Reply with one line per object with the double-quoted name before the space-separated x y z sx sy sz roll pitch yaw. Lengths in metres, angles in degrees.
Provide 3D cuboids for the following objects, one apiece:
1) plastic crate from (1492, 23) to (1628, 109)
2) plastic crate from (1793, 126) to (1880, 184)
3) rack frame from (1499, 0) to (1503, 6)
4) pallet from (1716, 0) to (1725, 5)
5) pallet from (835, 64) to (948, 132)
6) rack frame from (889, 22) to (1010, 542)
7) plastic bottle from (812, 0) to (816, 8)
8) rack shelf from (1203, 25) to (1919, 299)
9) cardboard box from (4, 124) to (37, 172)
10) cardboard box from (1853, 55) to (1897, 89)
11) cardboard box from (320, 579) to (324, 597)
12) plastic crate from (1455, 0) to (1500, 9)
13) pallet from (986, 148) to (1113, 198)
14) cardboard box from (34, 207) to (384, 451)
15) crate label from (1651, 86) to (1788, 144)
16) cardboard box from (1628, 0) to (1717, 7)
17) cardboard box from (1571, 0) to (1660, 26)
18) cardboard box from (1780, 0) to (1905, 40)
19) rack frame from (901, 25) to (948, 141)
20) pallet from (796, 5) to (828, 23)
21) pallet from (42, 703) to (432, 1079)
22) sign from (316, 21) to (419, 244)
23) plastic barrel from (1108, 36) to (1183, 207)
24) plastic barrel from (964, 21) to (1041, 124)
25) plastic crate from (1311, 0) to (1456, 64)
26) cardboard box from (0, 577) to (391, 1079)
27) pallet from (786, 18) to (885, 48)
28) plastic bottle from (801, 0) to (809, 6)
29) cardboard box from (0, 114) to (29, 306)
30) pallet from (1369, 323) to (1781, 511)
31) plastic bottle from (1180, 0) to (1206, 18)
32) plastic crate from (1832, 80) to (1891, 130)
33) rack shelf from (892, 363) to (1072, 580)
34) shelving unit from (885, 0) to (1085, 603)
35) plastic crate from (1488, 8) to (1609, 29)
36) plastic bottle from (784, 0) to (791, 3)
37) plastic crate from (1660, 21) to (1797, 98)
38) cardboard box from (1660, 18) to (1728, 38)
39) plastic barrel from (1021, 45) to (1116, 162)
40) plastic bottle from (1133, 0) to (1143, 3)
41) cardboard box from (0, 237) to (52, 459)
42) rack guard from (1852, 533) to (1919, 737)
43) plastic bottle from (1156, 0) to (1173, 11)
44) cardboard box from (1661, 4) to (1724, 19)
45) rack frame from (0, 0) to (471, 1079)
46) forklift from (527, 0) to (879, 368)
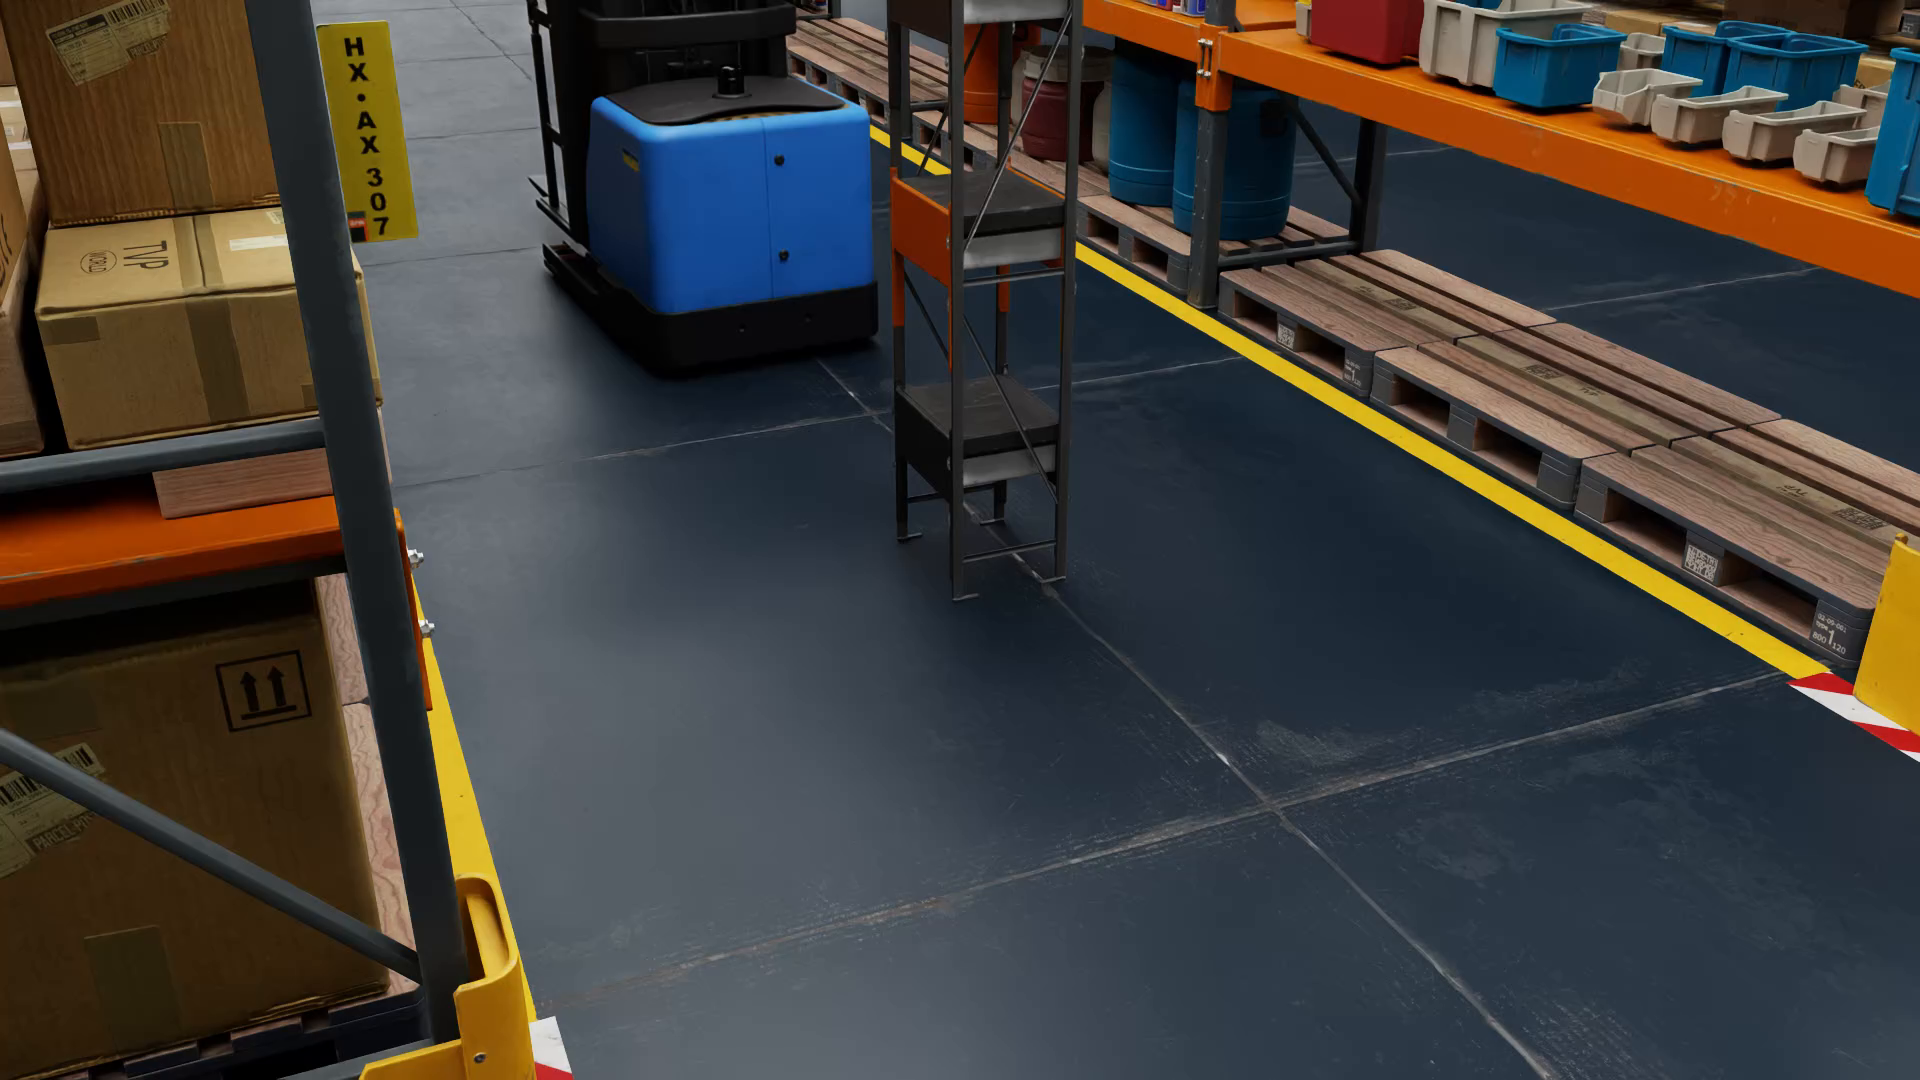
"plastic crate" 2.114 -1.681 5.897 0.416 0.233 0.300 -11 28 -21
"plastic crate" 2.668 -1.151 4.921 0.396 0.136 0.243 -11 28 -21
"rack frame" 4.580 -5.024 12.621 1.000 3.000 0.127 -11 28 -21
"pallet" 8.358 -5.431 16.633 1.003 0.211 1.213 -11 28 -21
"pallet" -0.247 -3.241 12.147 1.003 0.211 1.213 -11 28 -21
"rack frame" -0.031 -0.975 5.354 0.400 2.100 0.015 -11 28 -21
"plastic bottle" -1.307 -4.974 15.207 0.097 0.201 0.097 0 26 0
"rack shelf" 2.371 -1.429 6.077 1.077 0.370 4.000 -11 28 -21
"cardboard box" -2.235 -0.720 3.638 0.500 0.250 0.500 -12 28 -22
"cardboard box" 5.690 -2.633 10.072 0.500 0.500 0.500 -11 28 -21
"cardboard box" -2.433 -0.299 4.886 0.875 0.875 0.875 -11 28 -21
"plastic crate" 2.084 -2.449 7.298 0.392 0.384 0.575 -11 28 -21
"pallet" 0.842 -2.118 9.848 1.003 0.211 1.213 -11 28 -21
"cardboard box" -1.343 -0.400 2.982 0.500 0.250 0.500 -11 28 -22
"crate label" 2.436 -1.379 5.388 0.396 0.136 0.243 -11 28 -21
"cardboard box" 5.188 -4.076 12.172 0.500 0.250 0.500 -9 28 -19
"cardboard box" 4.706 -3.655 12.165 0.500 0.500 0.500 -12 28 -22
"cardboard box" 5.790 -3.461 10.913 0.500 0.250 0.500 -11 28 -20
"rack frame" 0.021 -4.174 10.881 1.000 3.000 0.127 -11 28 -21
"pallet" -1.770 -4.814 15.370 1.003 0.211 1.213 -11 28 -21
"pallet" -1.789 0.850 3.768 1.003 0.211 1.213 -11 28 -21
"sign" -0.890 -0.611 2.506 0.100 0.325 0.005 -11 28 -21
"plastic barrel" 1.113 -2.314 8.983 0.600 0.901 0.708 -11 28 -21
"plastic barrel" 0.228 -3.193 10.866 0.600 0.830 0.708 -11 28 -21
"plastic crate" 1.706 -2.212 6.719 0.402 0.464 0.583 -11 28 -21
"cardboard box" -1.728 0.428 3.398 0.875 0.875 0.875 -11 28 -21
"pallet" -1.202 -4.226 14.164 1.003 0.211 1.213 -11 28 -21
"plastic bottle" -1.419 -5.093 15.364 0.152 0.276 0.135 -10 28 -19
"cardboard box" -1.836 -0.648 2.636 0.500 0.500 0.500 -10 28 -20
"pallet" 2.393 -0.523 6.580 1.003 0.211 1.213 -11 28 -21
"plastic bottle" 1.136 -2.607 7.813 0.152 0.276 0.135 -11 28 -21
"plastic crate" 3.045 -1.427 5.486 0.250 0.136 0.298 -11 28 -21
"rack shelf" 0.065 -0.235 5.466 0.431 0.518 0.480 -11 28 -21
"shelving unit" 0.065 -0.877 5.152 0.431 2.100 0.503 -11 28 -21
"plastic crate" 2.273 -2.057 6.789 0.437 0.125 0.590 -11 28 -21
"plastic bottle" -1.612 -5.169 15.435 0.144 0.351 0.185 -11 28 -21
"plastic crate" 2.727 -1.705 5.946 0.416 0.233 0.300 -11 28 -21
"cardboard box" 5.107 -3.242 11.319 0.500 0.500 0.500 -12 28 -22
"plastic barrel" 0.671 -2.629 9.985 0.600 0.588 0.708 -11 28 -21
"plastic bottle" 0.926 -2.852 8.229 0.144 0.351 0.185 -11 28 -21
"cardboard box" -1.837 -0.310 2.798 0.500 0.250 0.500 -11 28 -21
"rack guard" 3.175 0.186 4.799 1.175 0.500 0.348 -11 28 -21
"plastic bottle" 1.003 -2.696 7.986 0.061 0.283 0.133 -11 28 -21
"cardboard box" 5.365 -3.552 11.954 0.500 0.500 0.500 -12 28 -22
"rack frame" -1.406 -0.093 2.522 0.949 2.616 0.053 -11 28 -21
"forklift" -1.479 -2.667 7.872 1.130 2.935 3.031 -12 29 -24
